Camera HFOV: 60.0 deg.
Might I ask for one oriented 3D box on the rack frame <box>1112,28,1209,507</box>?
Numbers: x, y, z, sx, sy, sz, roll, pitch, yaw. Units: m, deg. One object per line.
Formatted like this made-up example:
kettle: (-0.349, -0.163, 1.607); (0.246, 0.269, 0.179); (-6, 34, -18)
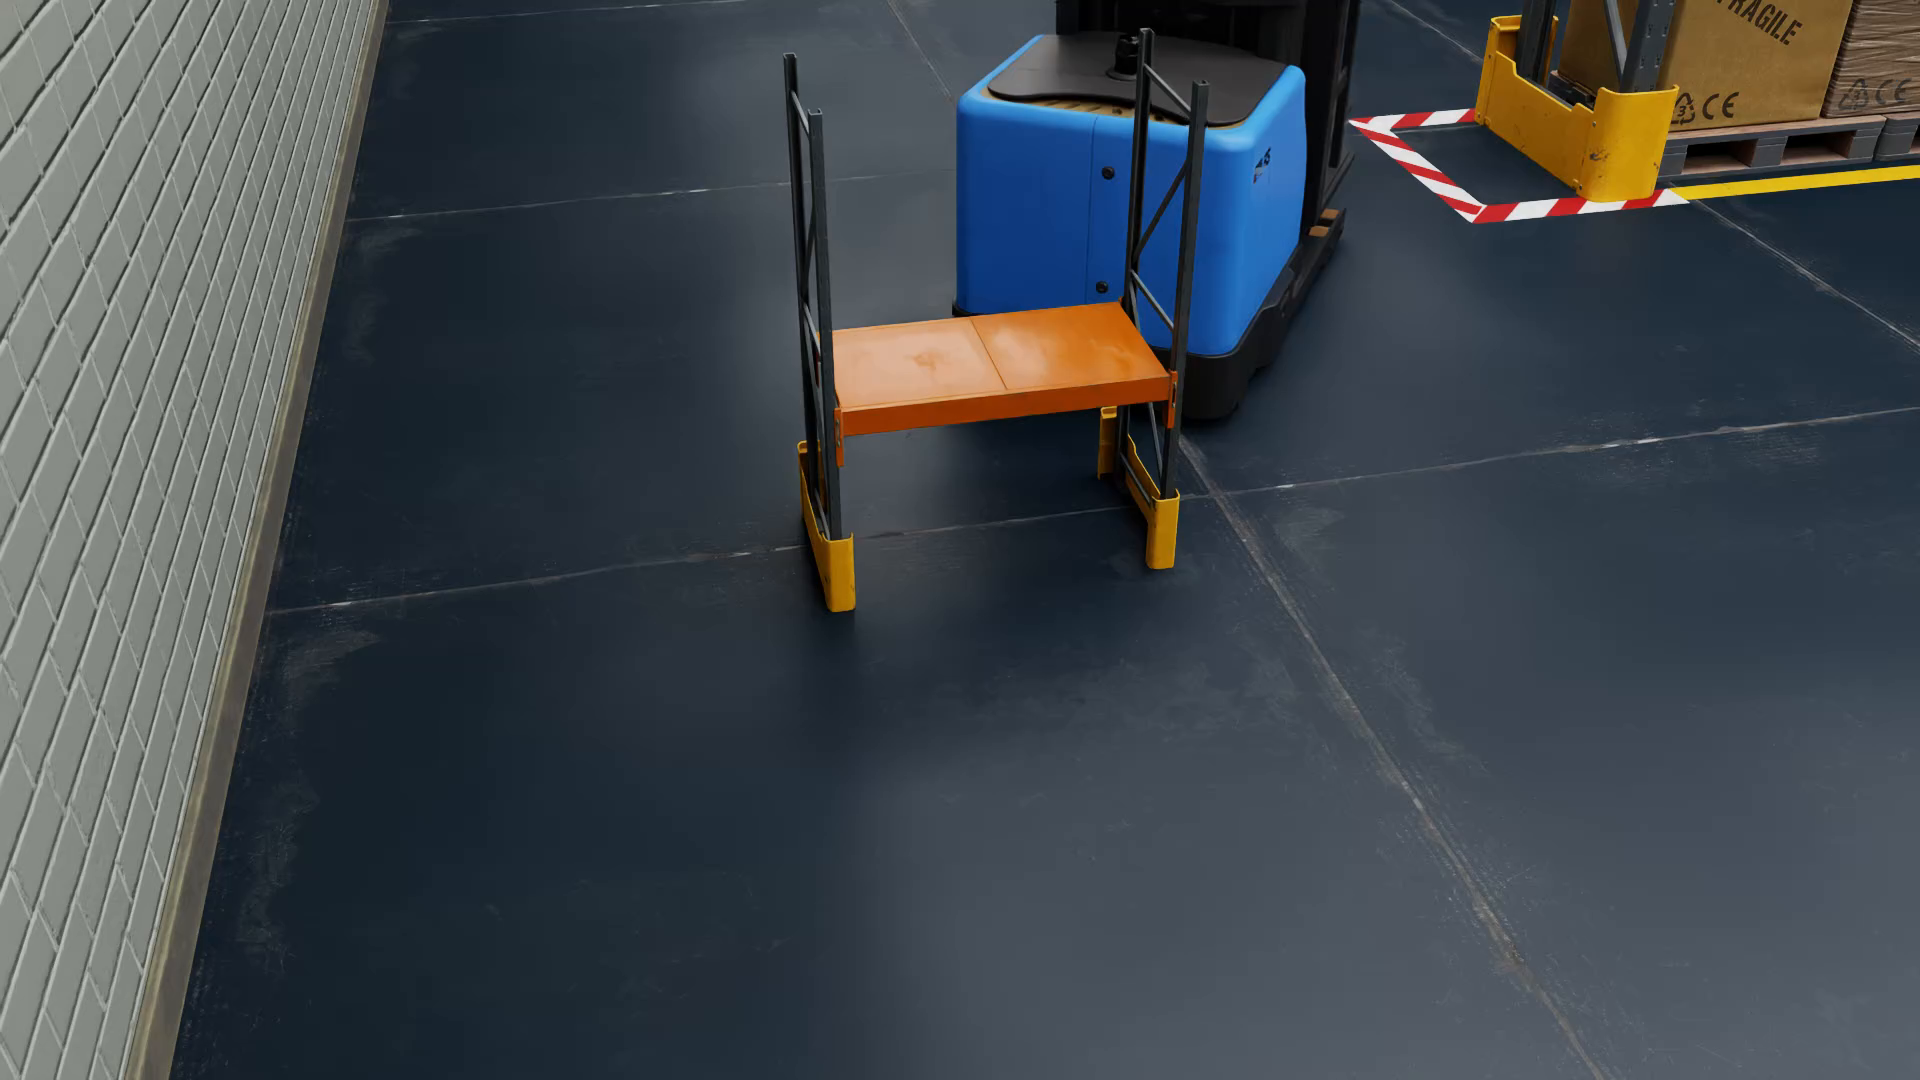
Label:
rack frame: (0.579, -0.696, 4.941); (0.032, 1.500, 0.500); (-7, 35, -11)

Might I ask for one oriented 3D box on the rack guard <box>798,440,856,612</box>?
rack guard: (-0.411, -0.052, 5.103); (0.087, 0.250, 0.587); (-7, 35, -11)

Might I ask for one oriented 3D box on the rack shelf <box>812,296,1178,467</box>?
rack shelf: (0.083, -0.484, 4.948); (1.000, 0.185, 0.538); (-7, 35, -11)

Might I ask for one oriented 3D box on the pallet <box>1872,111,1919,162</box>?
pallet: (4.860, -2.236, 8.393); (1.213, 0.211, 1.003); (-7, 35, -11)

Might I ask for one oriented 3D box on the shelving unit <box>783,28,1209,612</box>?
shelving unit: (0.074, -0.632, 4.846); (1.083, 1.500, 0.587); (-7, 35, -11)

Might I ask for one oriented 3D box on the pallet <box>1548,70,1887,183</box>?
pallet: (3.672, -2.088, 8.172); (1.213, 0.211, 1.003); (-7, 35, -11)

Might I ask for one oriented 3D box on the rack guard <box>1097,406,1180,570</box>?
rack guard: (0.560, -0.174, 5.286); (0.087, 0.250, 0.587); (-7, 35, -11)

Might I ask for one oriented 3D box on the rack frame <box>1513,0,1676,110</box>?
rack frame: (2.909, -3.105, 7.185); (0.127, 3.000, 1.000); (-7, 35, -11)

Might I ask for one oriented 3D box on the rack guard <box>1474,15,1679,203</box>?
rack guard: (2.886, -2.064, 7.878); (0.348, 0.500, 1.175); (-7, 35, -11)

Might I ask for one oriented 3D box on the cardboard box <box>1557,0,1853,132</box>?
cardboard box: (3.516, -2.520, 7.843); (0.875, 0.875, 0.875); (-7, 35, -11)

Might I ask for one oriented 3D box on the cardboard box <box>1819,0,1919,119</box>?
cardboard box: (4.404, -2.631, 8.009); (0.875, 0.875, 0.875); (-7, 35, -11)

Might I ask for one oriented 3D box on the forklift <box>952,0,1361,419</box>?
forklift: (1.002, -2.446, 6.265); (1.130, 2.935, 3.031); (13, 36, 18)

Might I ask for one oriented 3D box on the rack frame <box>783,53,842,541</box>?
rack frame: (-0.413, -0.571, 4.755); (0.032, 1.500, 0.500); (-7, 35, -11)
